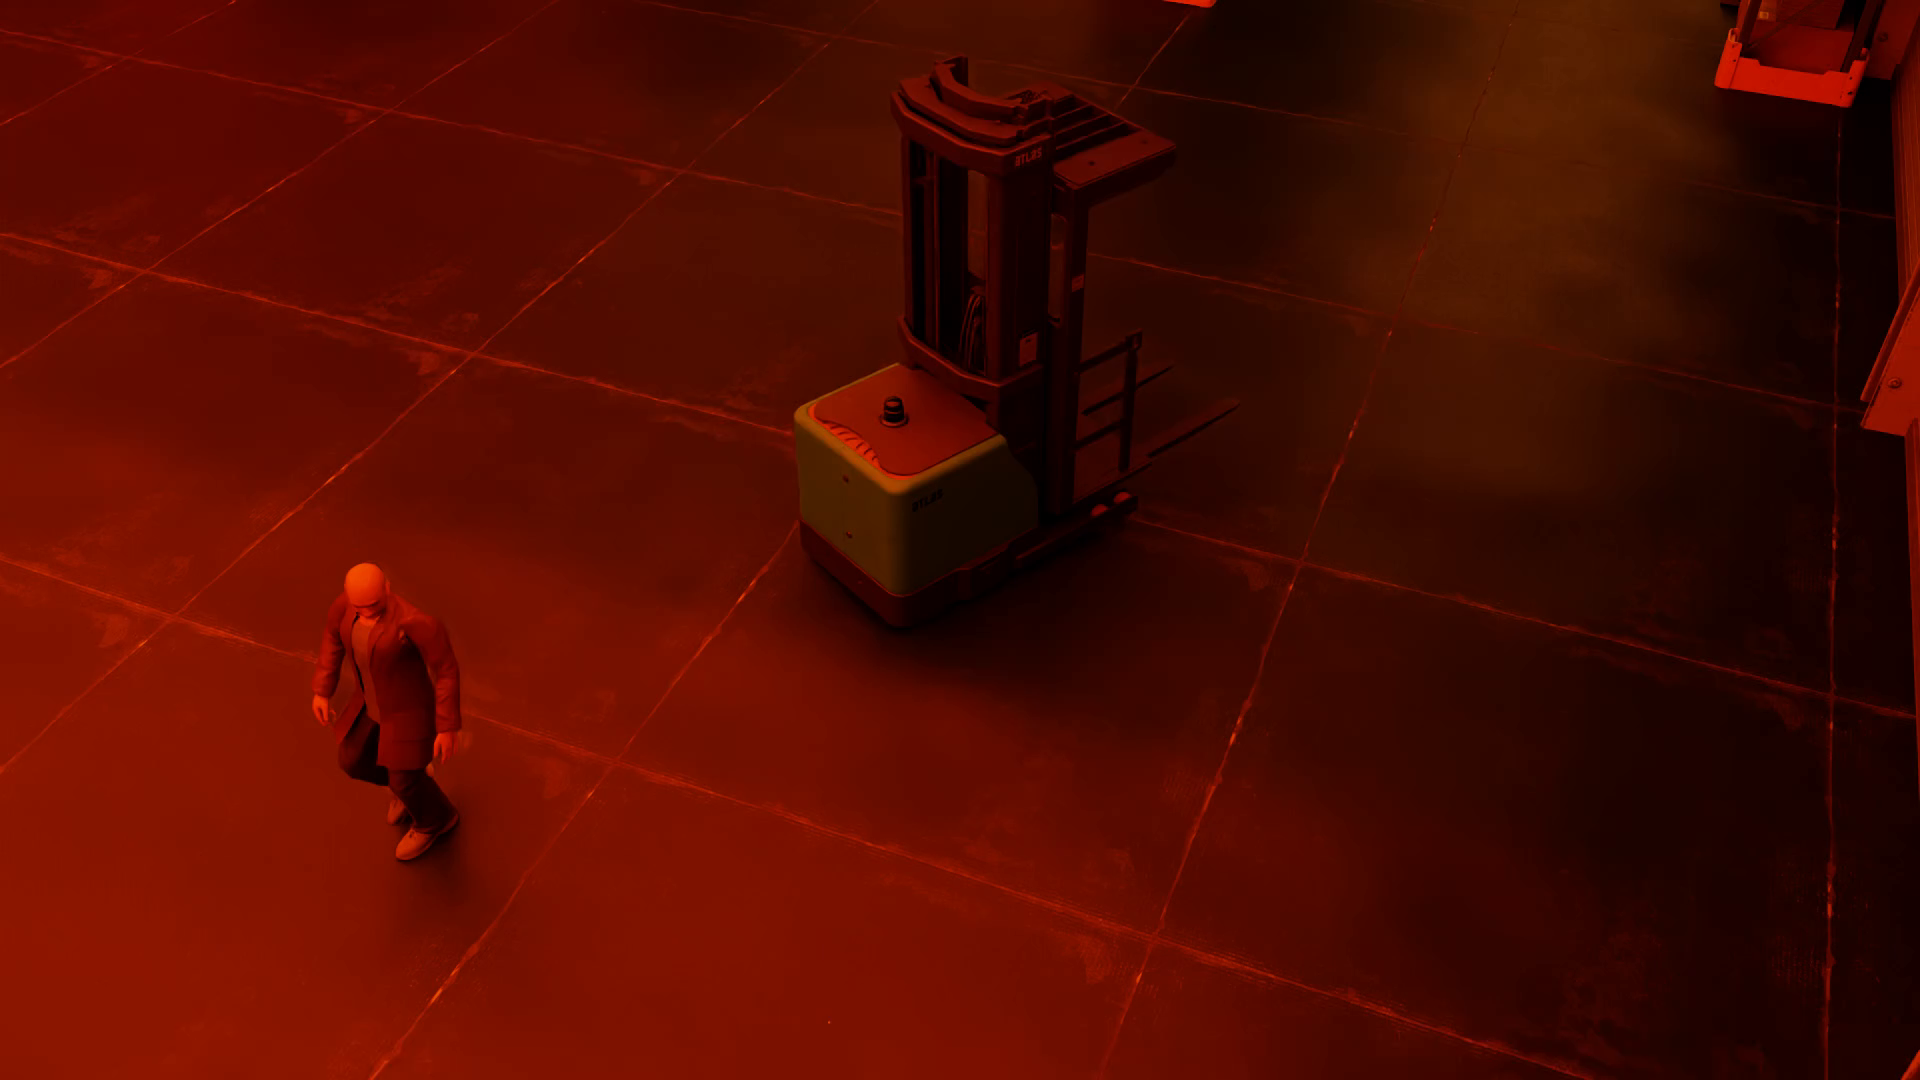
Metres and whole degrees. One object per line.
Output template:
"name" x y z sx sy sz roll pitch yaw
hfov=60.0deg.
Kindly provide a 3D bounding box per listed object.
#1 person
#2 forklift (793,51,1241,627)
"person" -2.688 0.837 7.947 0.850 1.766 0.498 24 46 26
"forklift" 0.486 -1.416 9.698 3.031 2.935 1.130 -28 47 -29
